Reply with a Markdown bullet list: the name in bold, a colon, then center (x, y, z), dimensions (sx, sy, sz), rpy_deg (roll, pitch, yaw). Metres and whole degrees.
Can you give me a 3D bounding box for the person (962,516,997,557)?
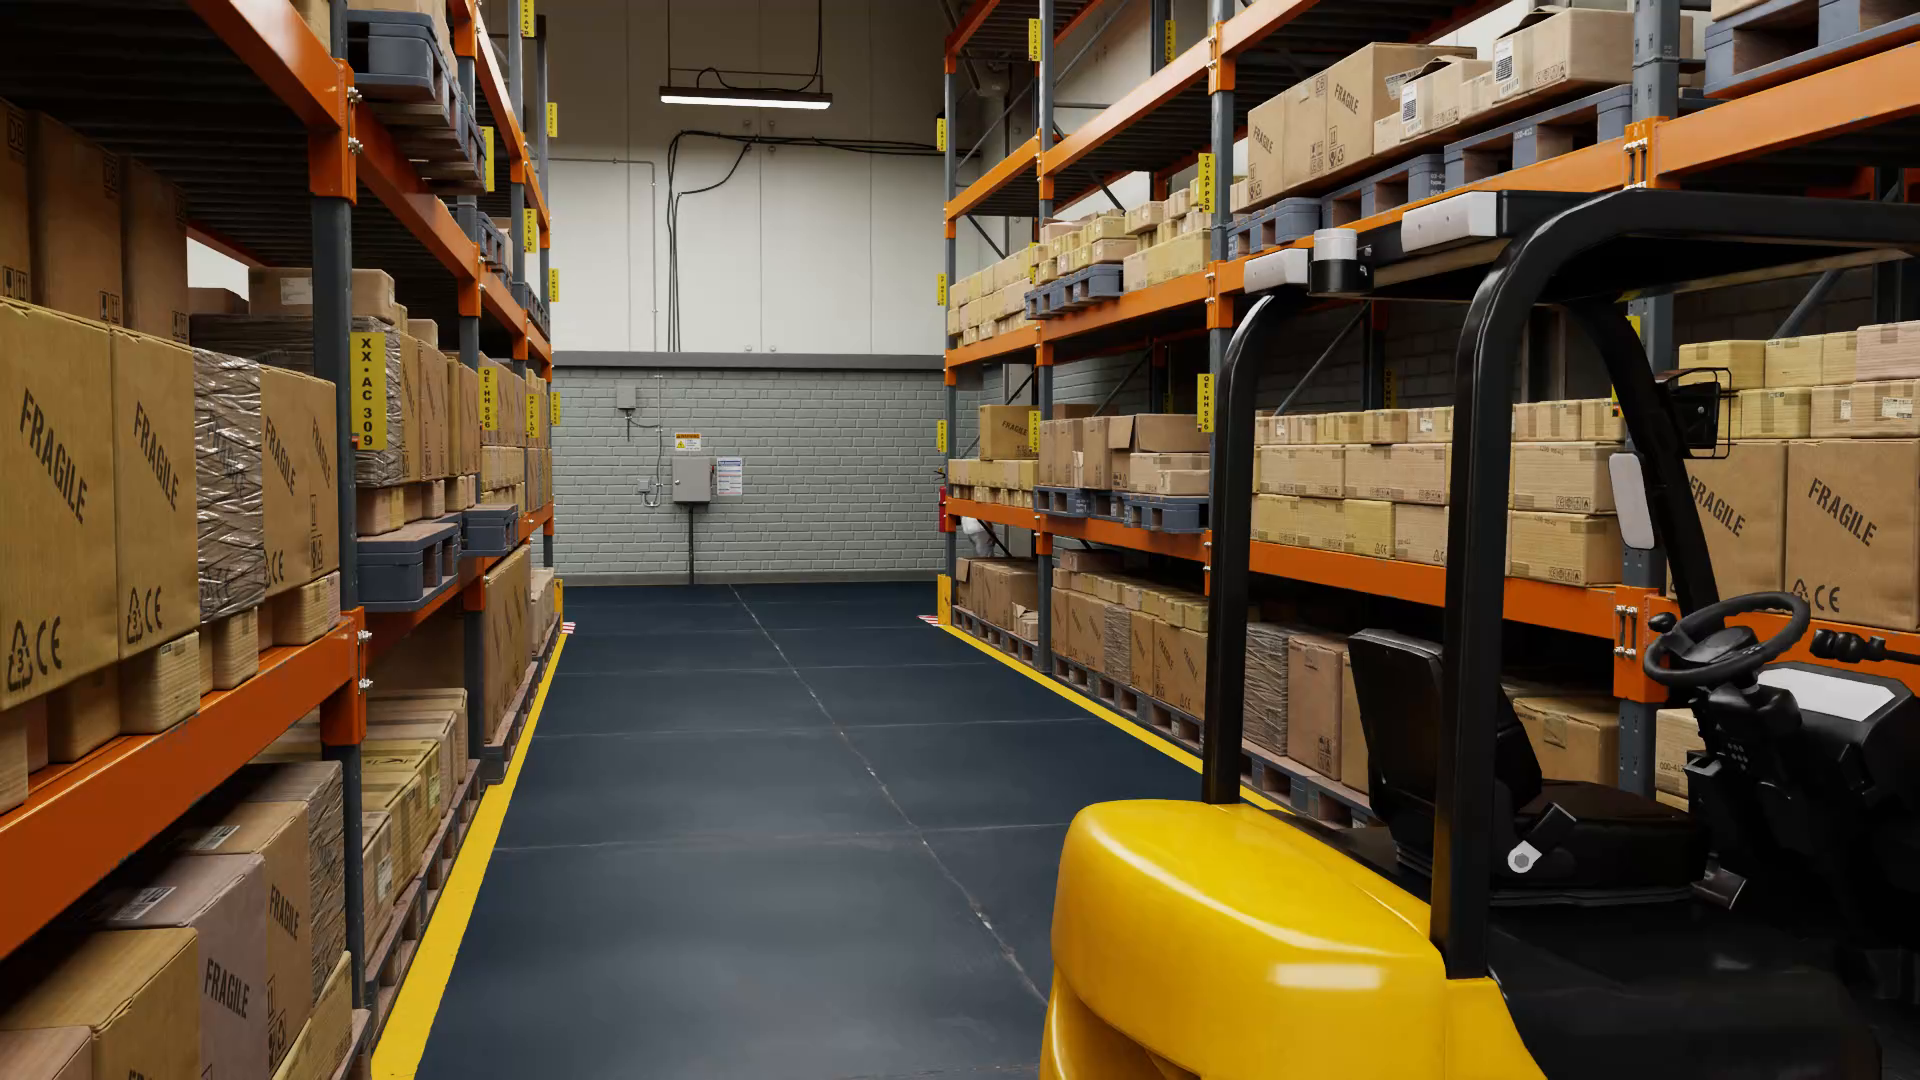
- **person**: center (0.266, -0.100, 18.841), dimensions (0.458, 1.760, 0.634), rpy_deg (-1, 3, -15)
